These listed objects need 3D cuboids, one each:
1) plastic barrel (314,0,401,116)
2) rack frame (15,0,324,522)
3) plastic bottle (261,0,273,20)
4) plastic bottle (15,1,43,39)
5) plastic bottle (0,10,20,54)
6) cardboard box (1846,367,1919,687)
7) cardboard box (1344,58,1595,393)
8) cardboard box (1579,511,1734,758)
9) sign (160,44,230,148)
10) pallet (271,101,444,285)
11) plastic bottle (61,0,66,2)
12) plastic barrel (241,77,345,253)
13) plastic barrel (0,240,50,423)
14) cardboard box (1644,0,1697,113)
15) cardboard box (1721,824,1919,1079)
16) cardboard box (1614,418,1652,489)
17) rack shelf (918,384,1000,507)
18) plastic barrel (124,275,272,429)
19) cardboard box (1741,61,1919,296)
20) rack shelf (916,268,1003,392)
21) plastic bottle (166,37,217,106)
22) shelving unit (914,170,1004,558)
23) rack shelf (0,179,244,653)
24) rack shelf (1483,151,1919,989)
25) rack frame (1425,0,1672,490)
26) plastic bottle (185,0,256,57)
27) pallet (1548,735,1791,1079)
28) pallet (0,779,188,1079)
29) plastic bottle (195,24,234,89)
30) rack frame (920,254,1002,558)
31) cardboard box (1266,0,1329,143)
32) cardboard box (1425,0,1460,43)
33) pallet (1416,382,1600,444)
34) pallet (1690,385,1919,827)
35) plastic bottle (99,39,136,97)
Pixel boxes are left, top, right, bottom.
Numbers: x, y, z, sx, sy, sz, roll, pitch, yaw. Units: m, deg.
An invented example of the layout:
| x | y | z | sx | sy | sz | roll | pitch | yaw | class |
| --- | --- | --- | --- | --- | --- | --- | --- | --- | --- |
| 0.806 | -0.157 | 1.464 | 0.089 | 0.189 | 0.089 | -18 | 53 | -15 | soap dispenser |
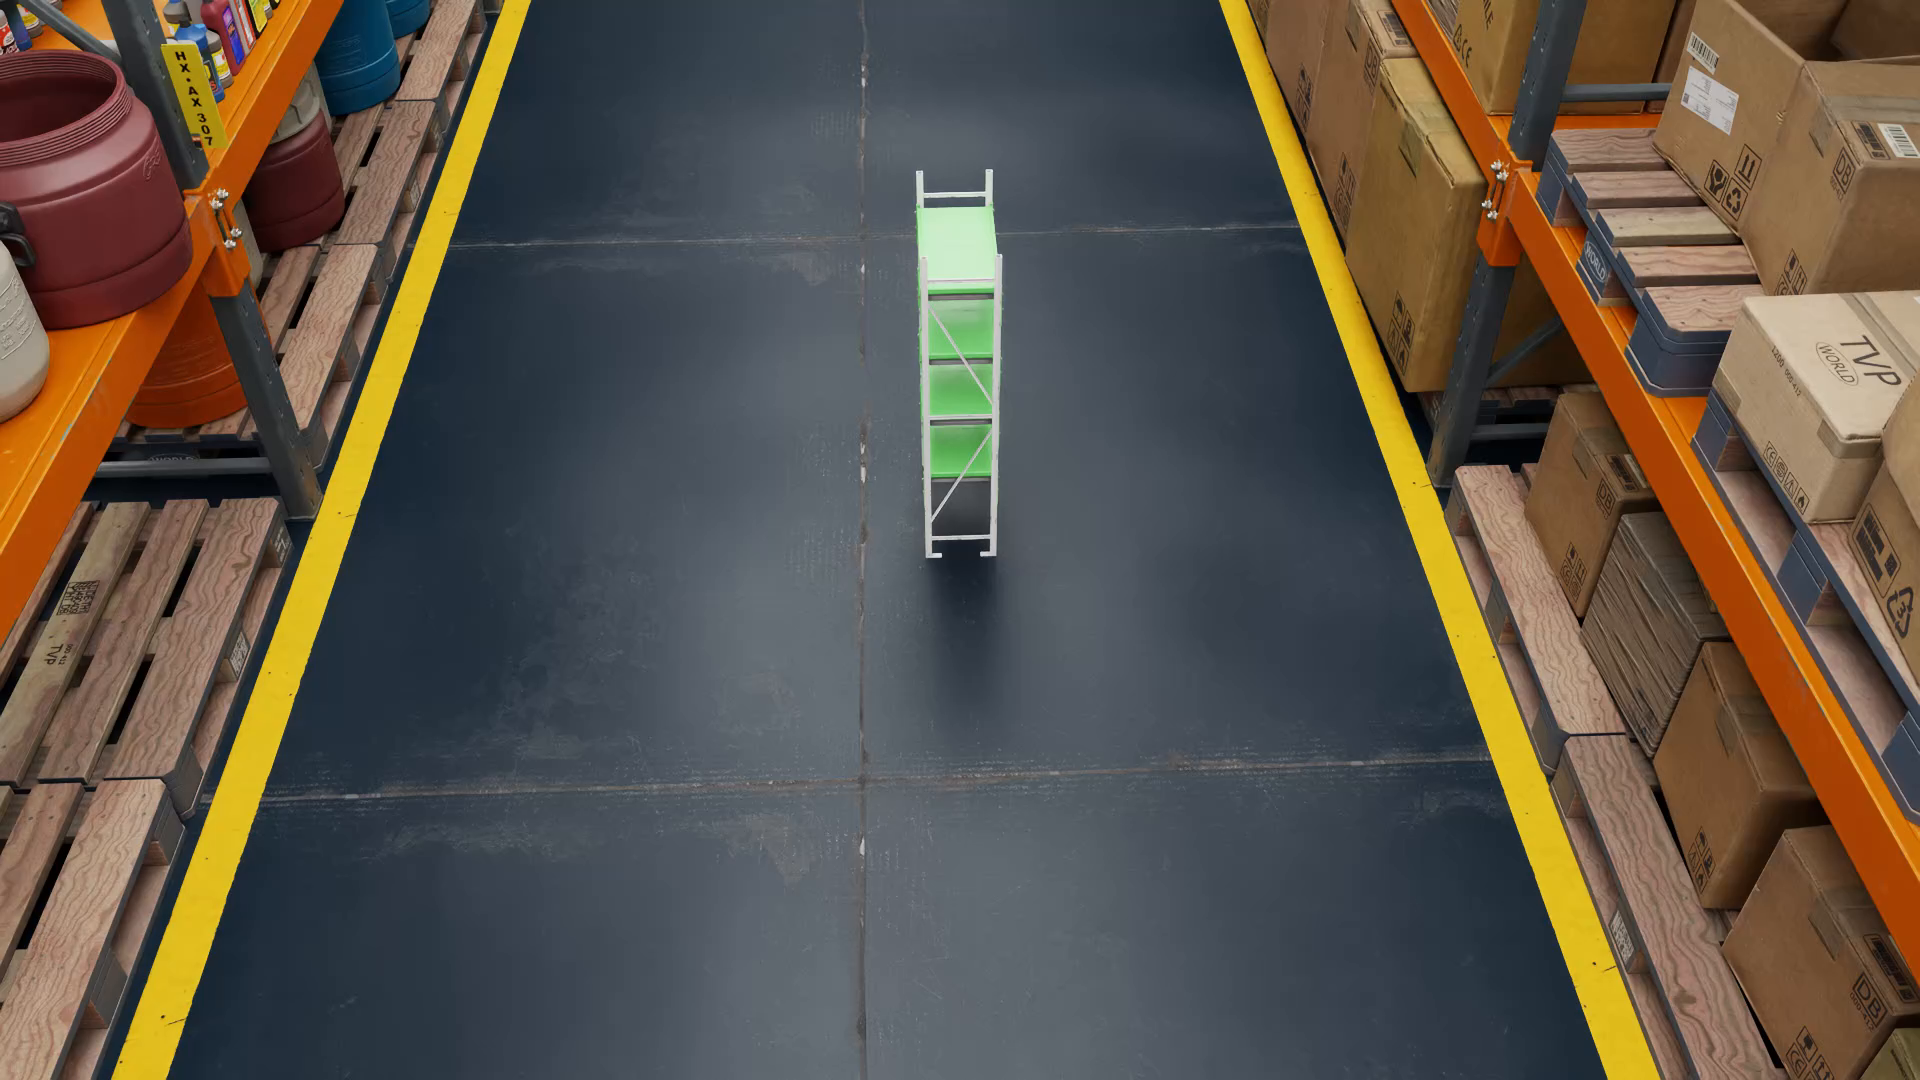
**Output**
| x | y | z | sx | sy | sz | roll | pitch | yaw | class |
| --- | --- | --- | --- | --- | --- | --- | --- | --- | --- |
| -2.892 | -2.435 | 7.428 | 0.600 | 0.901 | 0.708 | -2 | 43 | -2 | plastic barrel |
| -2.758 | -1.199 | 4.838 | 1.000 | 3.000 | 0.127 | -2 | 43 | -2 | rack frame |
| -2.456 | -1.908 | 5.759 | 0.097 | 0.201 | 0.097 | 0 | 43 | 0 | plastic bottle |
| -3.210 | -1.818 | 5.660 | 0.097 | 0.201 | 0.097 | 0 | 43 | 0 | plastic bottle |
| -3.202 | -1.686 | 5.517 | 0.097 | 0.201 | 0.097 | 0 | 43 | 0 | plastic bottle |
| 2.195 | -0.001 | 3.144 | 0.797 | 0.503 | 0.637 | 2 | 43 | 3 | cardboard box |
| 2.182 | -1.179 | 6.078 | 1.225 | 0.875 | 0.875 | -3 | 43 | -4 | cardboard box |
| 2.275 | 0.244 | 4.788 | 0.700 | 0.500 | 0.500 | -5 | 43 | -5 | cardboard box |
| -2.209 | -1.279 | 4.805 | 0.100 | 0.325 | 0.005 | -2 | 43 | -2 | sign |
| -2.882 | -1.523 | 7.256 | 1.003 | 0.211 | 1.213 | -2 | 43 | -2 | pallet |
| -3.223 | -2.015 | 5.875 | 0.097 | 0.201 | 0.097 | 0 | 43 | 0 | plastic bottle |
| -2.844 | -1.557 | 6.702 | 0.600 | 0.588 | 0.708 | -2 | 43 | -2 | plastic barrel |
| -2.501 | -0.552 | 4.049 | 0.421 | 0.512 | 0.421 | 0 | 43 | 0 | plastic barrel |
| 2.442 | -1.714 | 5.326 | 0.500 | 0.500 | 0.500 | 0 | 43 | -1 | cardboard box |
| 2.330 | 1.004 | 3.960 | 0.700 | 0.500 | 0.500 | -5 | 43 | -5 | cardboard box |
| 2.249 | -0.407 | 4.943 | 0.500 | 0.250 | 0.500 | 0 | 43 | 0 | cardboard box |
| -0.007 | -0.330 | 5.672 | 0.258 | 0.148 | 0.480 | -2 | 43 | -2 | rack shelf |
| -2.796 | -0.883 | 5.789 | 0.600 | 0.830 | 0.708 | -2 | 43 | -2 | plastic barrel |
| 2.377 | -0.795 | 4.013 | 0.700 | 0.500 | 0.500 | 4 | 43 | 5 | cardboard box |
| -0.007 | -0.684 | 5.348 | 0.258 | 0.148 | 0.480 | -2 | 43 | -2 | rack shelf |
| -2.453 | -1.454 | 5.209 | 0.152 | 0.276 | 0.135 | -2 | 43 | -2 | plastic bottle |
| -0.007 | -0.554 | 5.466 | 0.258 | 1.200 | 0.503 | -2 | 43 | -2 | shelving unit |
| -2.673 | 0.417 | 3.608 | 1.077 | 0.370 | 4.000 | -2 | 43 | -2 | rack shelf |
| 2.276 | 0.275 | 3.763 | 1.077 | 0.370 | 4.000 | -2 | 43 | -2 | rack shelf |
| 2.191 | -1.341 | 4.993 | 1.000 | 3.000 | 0.127 | -2 | 43 | -2 | rack frame |
| -2.473 | -1.767 | 5.549 | 0.152 | 0.276 | 0.135 | -2 | 43 | -2 | plastic bottle |
| 2.271 | 1.036 | 4.463 | 1.003 | 0.211 | 1.213 | -2 | 43 | -2 | pallet |
| -2.715 | 1.175 | 4.312 | 1.003 | 0.211 | 1.213 | -2 | 43 | -2 | pallet |
| -2.435 | -1.572 | 5.392 | 0.097 | 0.201 | 0.097 | 0 | 43 | 0 | plastic bottle |
| 0.003 | -0.389 | 5.287 | 0.240 | 1.200 | 0.015 | -2 | 43 | -2 | rack frame |
| 2.107 | -2.378 | 7.386 | 1.225 | 0.875 | 0.875 | -3 | 43 | -3 | cardboard box |
| 1.907 | -2.040 | 5.682 | 0.500 | 0.500 | 0.500 | -2 | 43 | -2 | cardboard box |
| 2.232 | -0.847 | 6.518 | 1.003 | 0.211 | 1.213 | -2 | 43 | -2 | pallet |
| 2.316 | 0.065 | 3.601 | 1.003 | 0.211 | 1.213 | -2 | 43 | -2 | pallet |
| -2.605 | -1.450 | 5.204 | 0.152 | 0.276 | 0.135 | -2 | 43 | -2 | plastic bottle |
